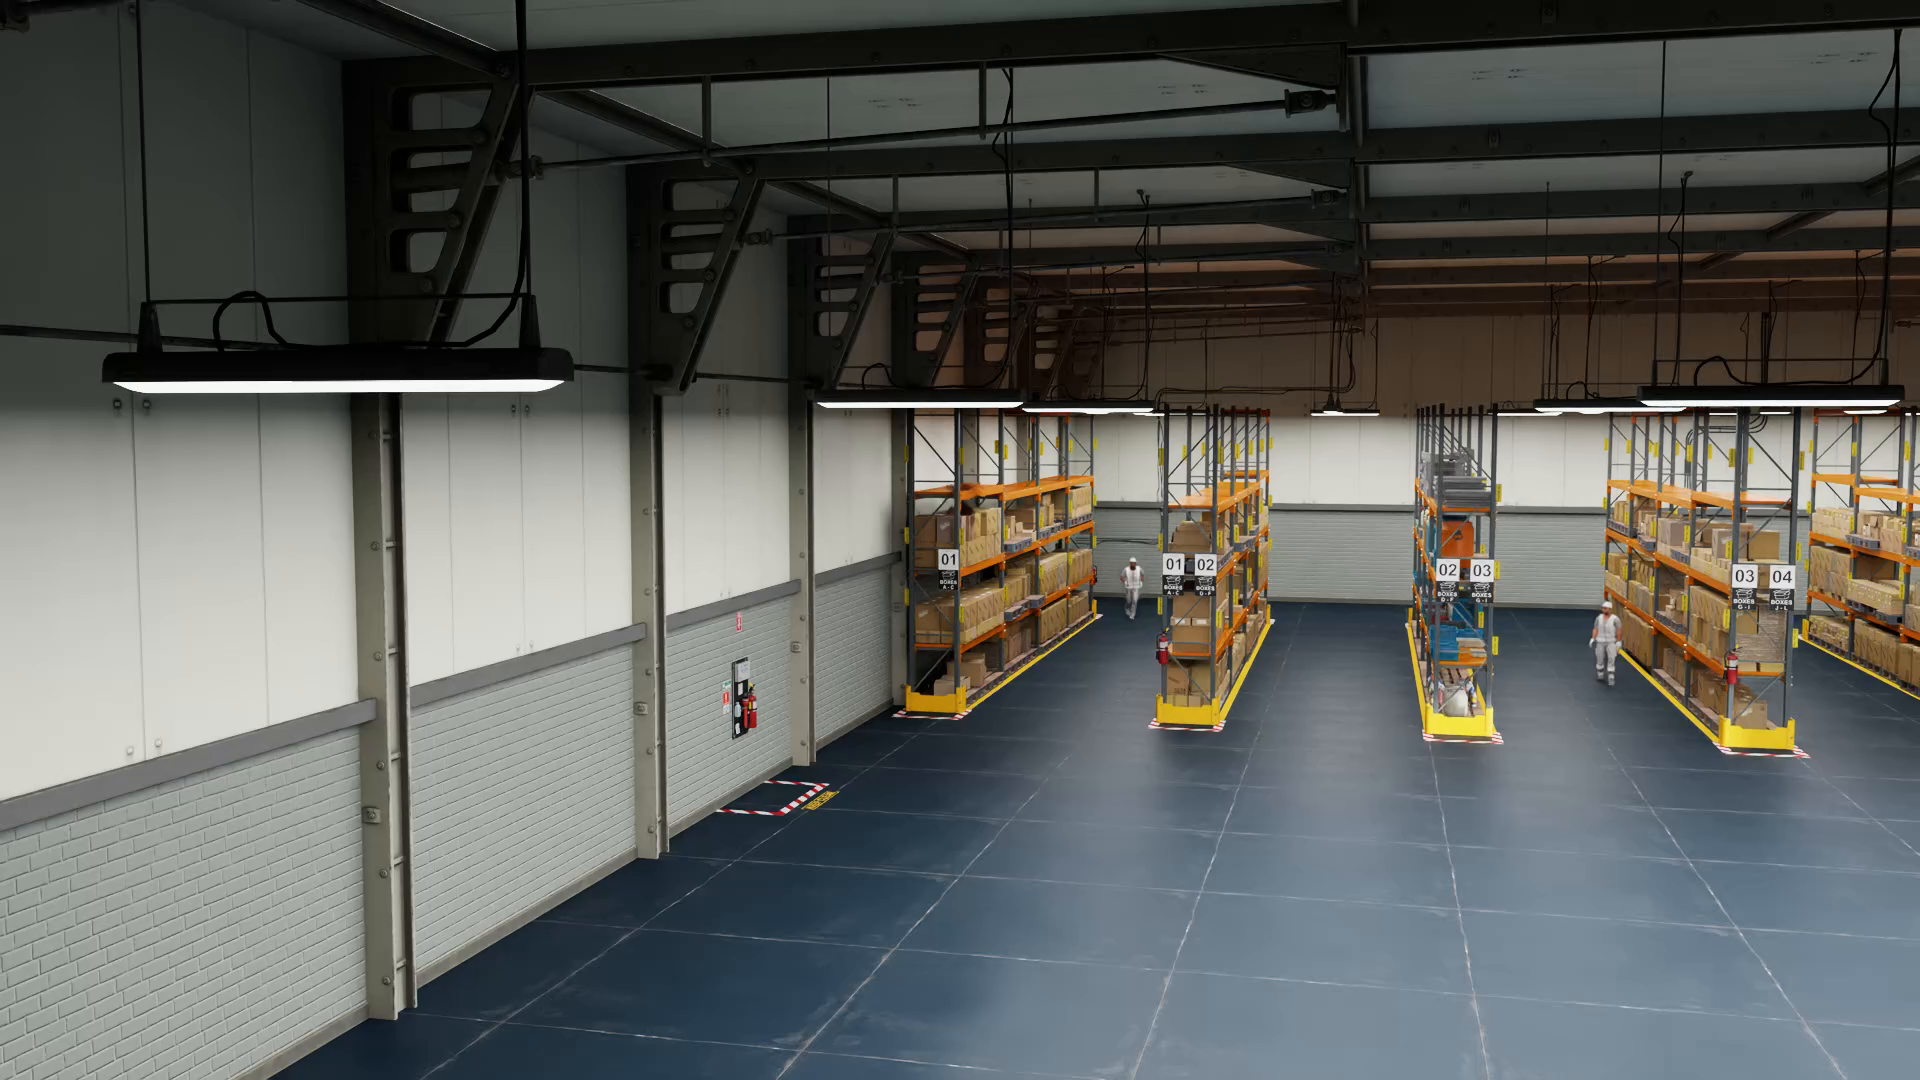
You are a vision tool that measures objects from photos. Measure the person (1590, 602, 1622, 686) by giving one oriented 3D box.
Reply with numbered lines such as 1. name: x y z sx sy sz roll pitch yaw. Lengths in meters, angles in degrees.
1. person: 13.965 2.213 35.968 0.653 1.749 0.994 1 4 14

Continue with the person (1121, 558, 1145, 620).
1. person: 4.961 1.377 47.769 0.697 1.756 0.744 0 4 -4
